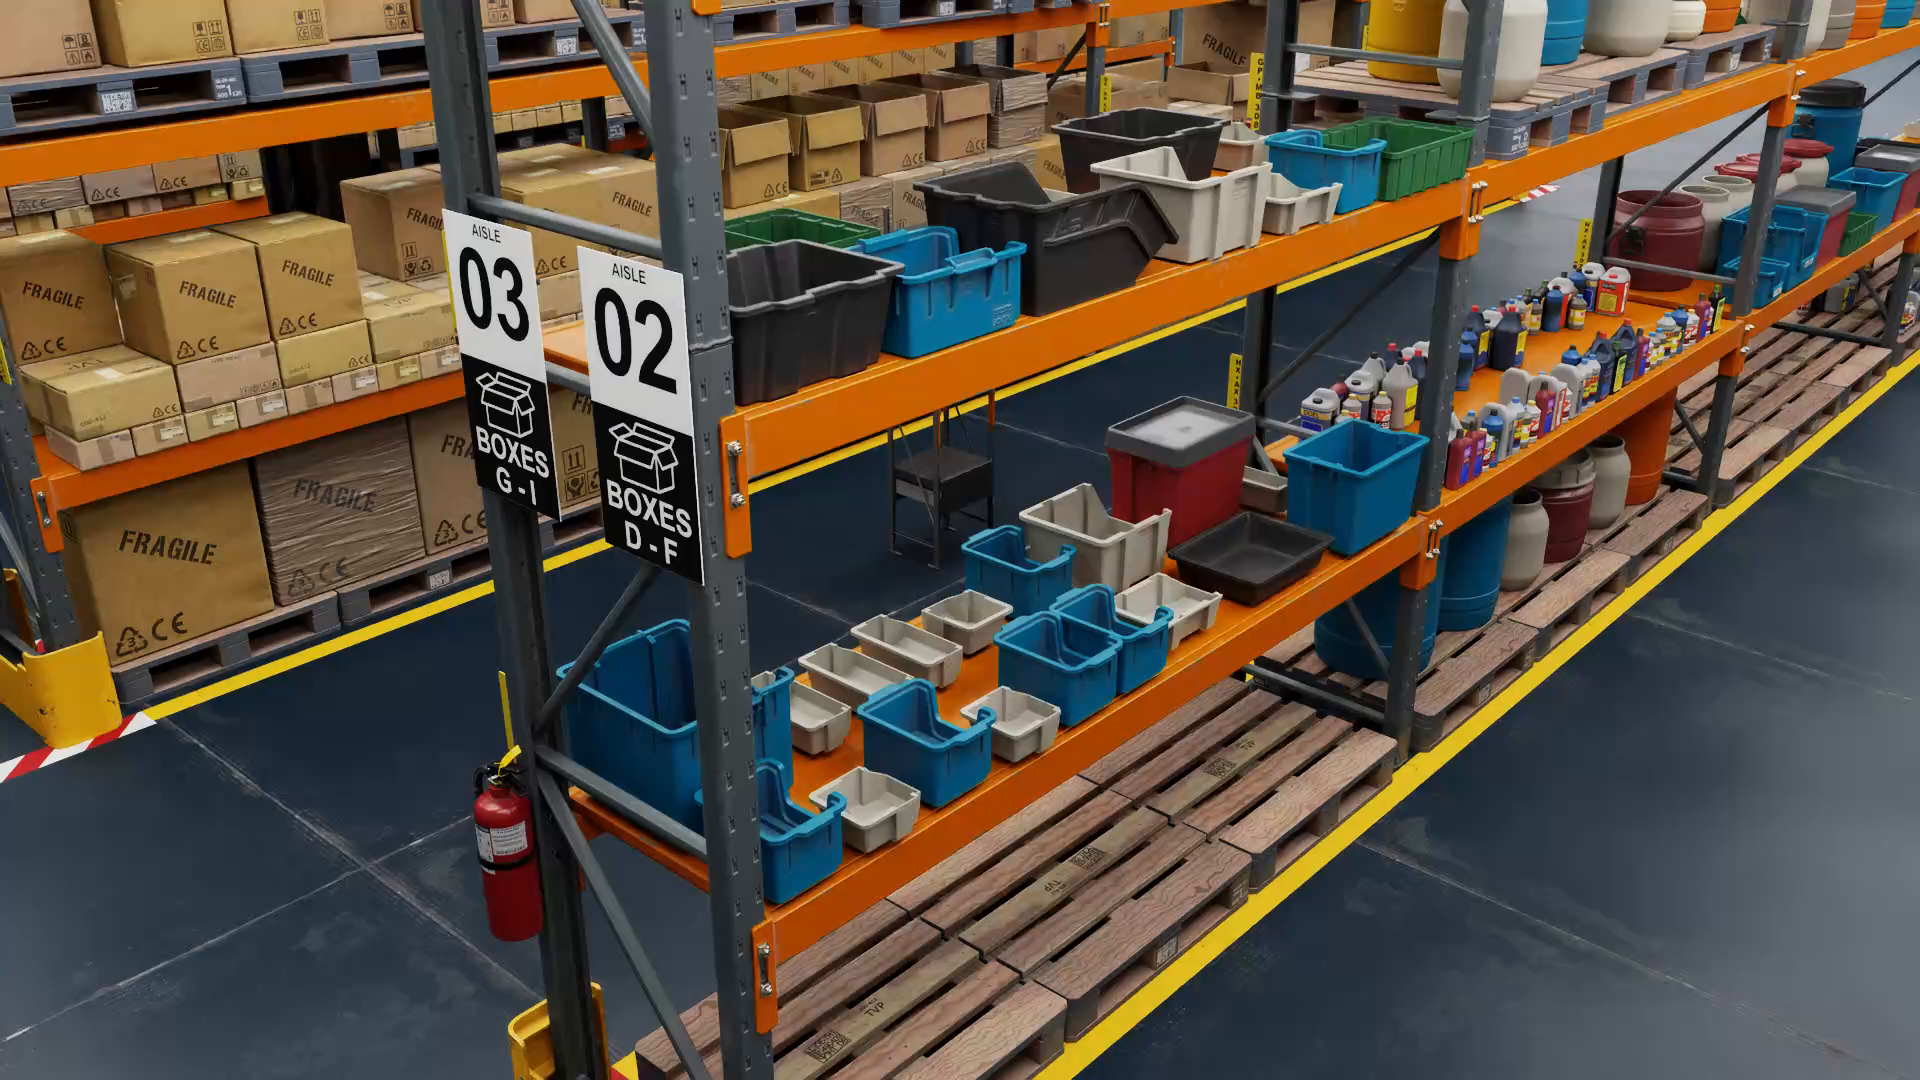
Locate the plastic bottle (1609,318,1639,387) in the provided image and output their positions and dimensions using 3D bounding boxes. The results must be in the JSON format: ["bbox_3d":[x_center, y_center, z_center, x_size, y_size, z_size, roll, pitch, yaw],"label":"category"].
[{"bbox_3d":[3.532,-1.007,8.890,0.144,0.351,0.185,20,31,38],"label":"plastic bottle"}]

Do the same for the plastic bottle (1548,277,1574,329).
[{"bbox_3d":[3.546,-1.413,9.888,0.152,0.276,0.135,20,31,38],"label":"plastic bottle"}]

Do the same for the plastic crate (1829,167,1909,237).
[{"bbox_3d":[6.550,-2.445,12.056,0.392,0.384,0.575,20,31,38],"label":"plastic crate"}]

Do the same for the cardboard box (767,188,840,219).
[{"bbox_3d":[-1.145,-2.059,11.054,0.500,0.500,0.500,20,31,38],"label":"cardboard box"}]

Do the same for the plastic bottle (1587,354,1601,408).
[{"bbox_3d":[3.243,-0.825,8.580,0.097,0.271,0.097,0,24,0],"label":"plastic bottle"}]

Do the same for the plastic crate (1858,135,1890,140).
[{"bbox_3d":[7.591,-3.217,13.940,0.499,0.251,0.616,20,31,38],"label":"plastic crate"}]

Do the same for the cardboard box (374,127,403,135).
[{"bbox_3d":[-4.823,-3.460,13.731,0.380,0.149,0.250,19,31,37],"label":"cardboard box"}]

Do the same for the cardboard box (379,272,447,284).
[{"bbox_3d":[-3.159,-1.475,9.692,0.500,0.250,0.500,21,32,39],"label":"cardboard box"}]

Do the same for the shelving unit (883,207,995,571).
[{"bbox_3d":[-0.110,-0.908,9.708,0.431,2.100,0.503,20,31,38],"label":"shelving unit"}]

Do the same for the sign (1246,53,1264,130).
[{"bbox_3d":[1.307,-1.960,7.277,0.100,0.325,0.005,20,31,38],"label":"sign"}]

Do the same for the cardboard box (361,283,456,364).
[{"bbox_3d":[-3.097,-1.182,9.040,0.500,0.250,0.500,19,31,37],"label":"cardboard box"}]

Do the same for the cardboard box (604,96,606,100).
[{"bbox_3d":[-3.438,-4.091,15.139,0.380,0.149,0.250,20,31,38],"label":"cardboard box"}]

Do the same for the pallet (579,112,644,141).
[{"bbox_3d":[-3.326,-4.058,15.870,1.213,0.211,1.003,20,31,38],"label":"pallet"}]

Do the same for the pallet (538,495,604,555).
[{"bbox_3d":[-2.539,-0.306,10.674,1.003,0.211,1.213,20,31,38],"label":"pallet"}]

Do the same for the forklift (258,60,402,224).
[{"bbox_3d":[-4.009,-2.293,11.781,1.130,2.935,3.031,20,31,37],"label":"forklift"}]

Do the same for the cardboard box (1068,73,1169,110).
[{"bbox_3d":[1.325,-3.617,14.015,0.500,0.500,0.700,-19,30,-36],"label":"cardboard box"}]

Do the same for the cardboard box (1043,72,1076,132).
[{"bbox_3d":[0.810,-5.281,20.446,0.875,0.875,0.875,20,31,38],"label":"cardboard box"}]

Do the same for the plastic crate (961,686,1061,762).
[{"bbox_3d":[0.184,0.609,5.475,0.250,0.136,0.298,20,31,38],"label":"plastic crate"}]

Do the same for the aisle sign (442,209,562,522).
[{"bbox_3d":[-1.221,-0.462,4.436,0.394,0.787,0.004,20,31,38],"label":"aisle sign"}]

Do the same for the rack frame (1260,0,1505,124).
[{"bbox_3d":[1.715,-3.173,6.329,1.000,3.000,0.127,20,31,38],"label":"rack frame"}]

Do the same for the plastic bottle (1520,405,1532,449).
[{"bbox_3d":[2.715,-0.551,8.056,0.097,0.201,0.097,0,24,0],"label":"plastic bottle"}]

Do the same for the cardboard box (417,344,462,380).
[{"bbox_3d":[-2.961,-1.022,9.171,0.380,0.149,0.250,21,31,38],"label":"cardboard box"}]

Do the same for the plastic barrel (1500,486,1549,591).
[{"bbox_3d":[3.007,-0.017,9.149,0.421,0.512,0.421,0,24,0],"label":"plastic barrel"}]

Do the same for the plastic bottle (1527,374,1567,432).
[{"bbox_3d":[2.926,-0.698,8.293,0.152,0.276,0.135,20,31,38],"label":"plastic bottle"}]

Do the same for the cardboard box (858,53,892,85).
[{"bbox_3d":[-1.084,-5.117,17.873,0.500,0.500,0.500,21,31,38],"label":"cardboard box"}]

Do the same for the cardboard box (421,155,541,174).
[{"bbox_3d":[-2.818,-1.974,9.889,0.500,0.500,0.500,20,31,38],"label":"cardboard box"}]

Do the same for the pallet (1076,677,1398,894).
[{"bbox_3d":[1.253,1.071,7.603,1.003,0.211,1.213,20,31,38],"label":"pallet"}]

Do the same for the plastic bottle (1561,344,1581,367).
[{"bbox_3d":[3.201,-0.894,8.734,0.097,0.271,0.097,0,24,0],"label":"plastic bottle"}]

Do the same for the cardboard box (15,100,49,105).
[{"bbox_3d":[-6.739,-3.121,11.836,0.500,0.500,0.500,19,30,36],"label":"cardboard box"}]

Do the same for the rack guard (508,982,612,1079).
[{"bbox_3d":[-0.961,1.934,5.325,1.175,0.500,0.348,20,31,38],"label":"rack guard"}]

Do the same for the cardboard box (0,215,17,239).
[{"bbox_3d":[-6.994,-2.265,11.943,0.380,0.149,0.250,19,31,37],"label":"cardboard box"}]

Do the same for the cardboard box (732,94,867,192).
[{"bbox_3d":[-1.087,-2.695,11.245,0.797,0.503,0.637,21,31,38],"label":"cardboard box"}]

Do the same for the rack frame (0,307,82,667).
[{"bbox_3d":[-4.643,-0.570,7.854,1.000,3.000,0.127,20,31,38],"label":"rack frame"}]

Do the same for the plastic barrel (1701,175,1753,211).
[{"bbox_3d":[5.193,-2.206,11.366,0.421,0.512,0.421,0,24,0],"label":"plastic barrel"}]

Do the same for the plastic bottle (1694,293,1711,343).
[{"bbox_3d":[4.278,-1.291,9.606,0.061,0.283,0.133,20,31,38],"label":"plastic bottle"}]

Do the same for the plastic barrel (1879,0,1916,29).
[{"bbox_3d":[6.004,-3.858,10.909,0.600,0.901,0.708,20,31,38],"label":"plastic barrel"}]

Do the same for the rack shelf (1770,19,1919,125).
[{"bbox_3d":[5.720,-3.304,11.167,1.077,0.370,4.000,20,31,38],"label":"rack shelf"}]

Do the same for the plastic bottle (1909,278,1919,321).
[{"bbox_3d":[7.902,-1.998,13.740,0.144,0.351,0.185,21,32,39],"label":"plastic bottle"}]

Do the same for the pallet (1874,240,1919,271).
[{"bbox_3d":[9.162,-2.538,15.652,1.003,0.211,1.213,20,31,38],"label":"pallet"}]

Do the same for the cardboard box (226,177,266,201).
[{"bbox_3d":[-5.707,-2.800,13.135,0.380,0.149,0.250,19,30,36],"label":"cardboard box"}]

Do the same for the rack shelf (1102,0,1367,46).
[{"bbox_3d":[2.031,-4.657,14.183,1.077,0.370,4.000,20,31,38],"label":"rack shelf"}]

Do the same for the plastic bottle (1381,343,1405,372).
[{"bbox_3d":[2.208,-0.839,8.516,0.144,0.351,0.185,20,31,38],"label":"plastic bottle"}]

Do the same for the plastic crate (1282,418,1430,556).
[{"bbox_3d":[1.657,-0.221,7.022,0.392,0.384,0.575,20,31,38],"label":"plastic crate"}]

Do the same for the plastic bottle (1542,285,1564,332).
[{"bbox_3d":[3.494,-1.367,9.790,0.097,0.271,0.097,0,24,0],"label":"plastic bottle"}]

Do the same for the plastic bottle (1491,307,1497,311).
[{"bbox_3d":[2.987,-1.173,9.356,0.097,0.271,0.097,0,24,0],"label":"plastic bottle"}]

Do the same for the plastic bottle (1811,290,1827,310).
[{"bbox_3d":[7.270,-2.140,14.057,0.144,0.351,0.185,19,30,36],"label":"plastic bottle"}]

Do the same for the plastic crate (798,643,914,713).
[{"bbox_3d":[-0.341,0.493,5.732,0.396,0.136,0.243,20,31,38],"label":"plastic crate"}]

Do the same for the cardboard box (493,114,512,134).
[{"bbox_3d":[-4.127,-3.644,14.505,0.380,0.149,0.250,19,31,37],"label":"cardboard box"}]

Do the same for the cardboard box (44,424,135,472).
[{"bbox_3d":[-4.160,-0.473,7.946,0.380,0.149,0.250,21,31,38],"label":"cardboard box"}]

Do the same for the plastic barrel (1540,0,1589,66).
[{"bbox_3d":[2.740,-2.787,8.007,0.600,0.901,0.708,20,31,38],"label":"plastic barrel"}]

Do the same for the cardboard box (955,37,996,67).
[{"bbox_3d":[-0.023,-5.795,19.325,0.875,0.550,0.550,20,31,38],"label":"cardboard box"}]

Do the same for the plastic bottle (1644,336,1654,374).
[{"bbox_3d":[3.733,-1.016,9.093,0.097,0.201,0.097,0,24,0],"label":"plastic bottle"}]

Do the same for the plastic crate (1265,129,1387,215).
[{"bbox_3d":[1.345,-1.364,6.163,0.416,0.233,0.300,20,31,38],"label":"plastic crate"}]

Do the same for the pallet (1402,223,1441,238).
[{"bbox_3d":[4.602,-3.541,17.890,1.003,0.211,1.213,20,31,38],"label":"pallet"}]
